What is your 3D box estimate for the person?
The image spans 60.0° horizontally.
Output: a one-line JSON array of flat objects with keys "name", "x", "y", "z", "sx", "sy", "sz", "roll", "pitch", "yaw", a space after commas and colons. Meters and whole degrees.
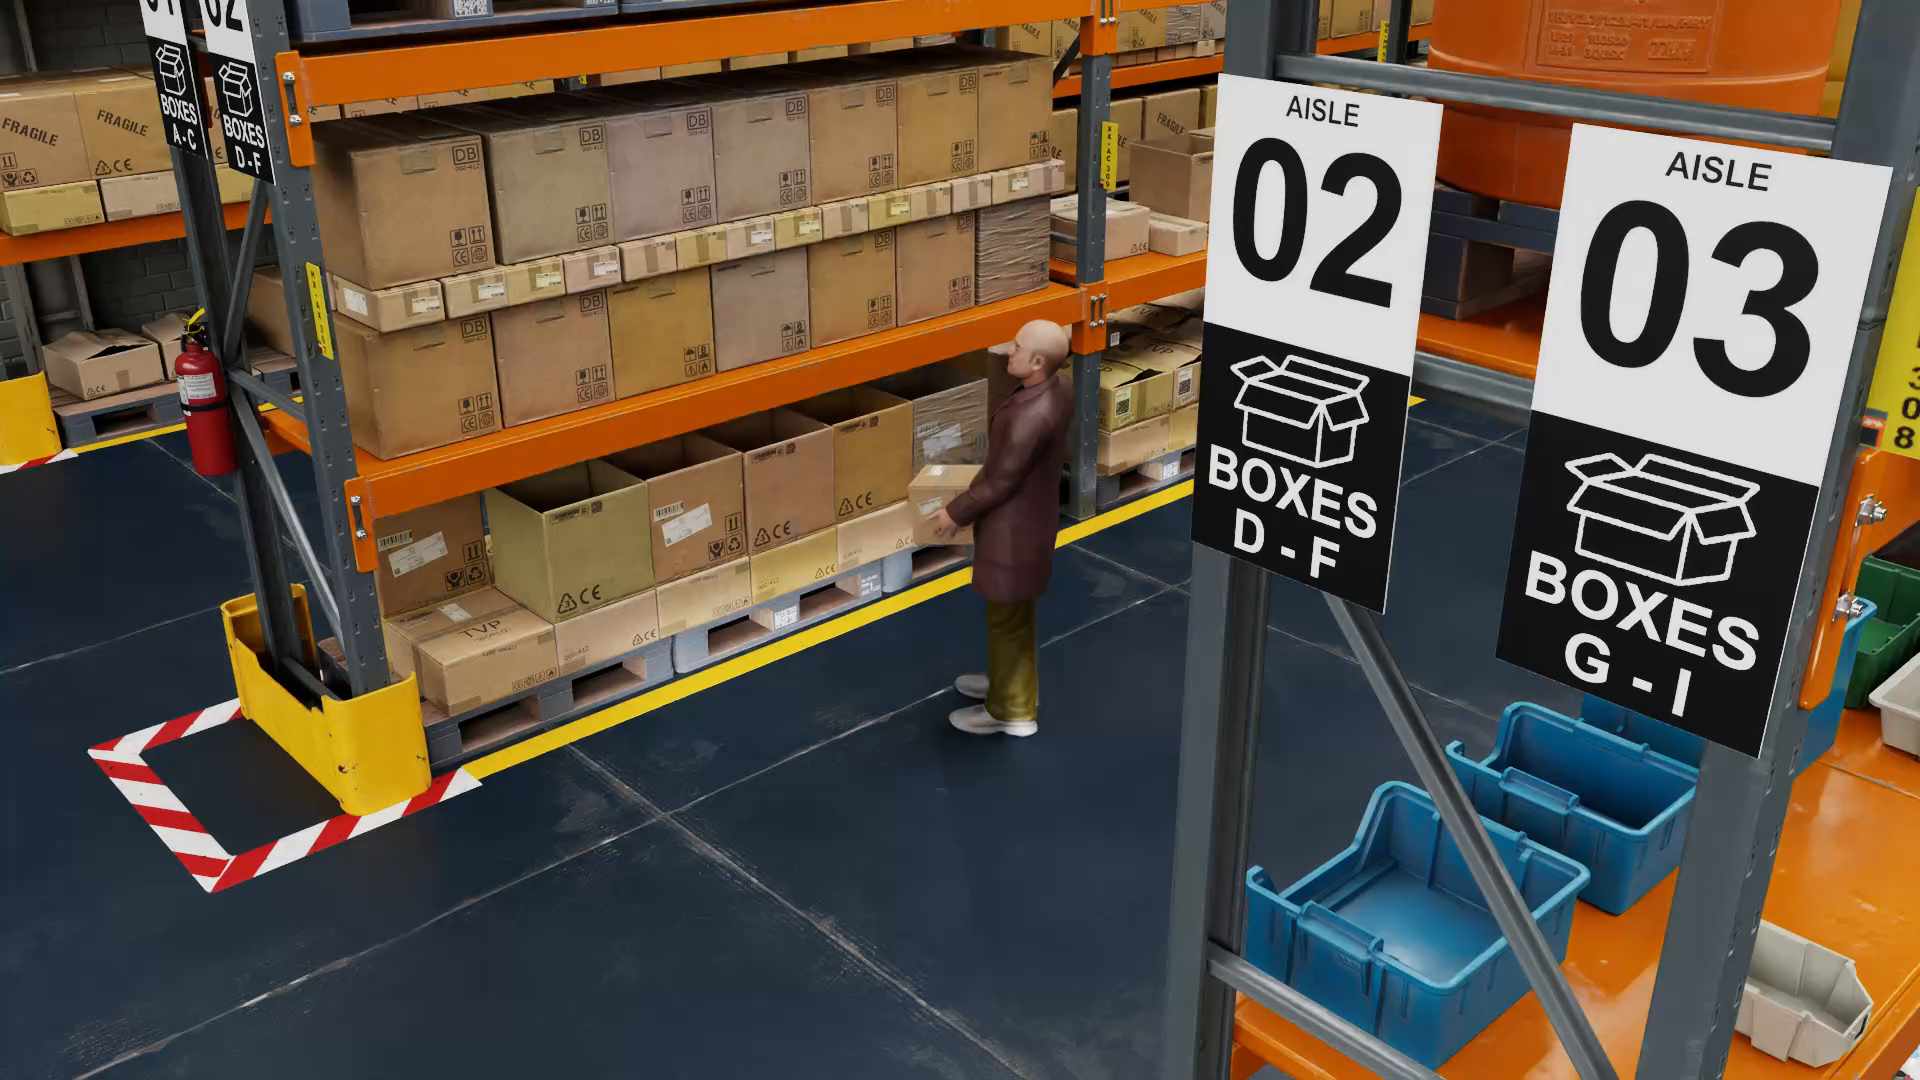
[{"name": "person", "x": 0.159, "y": -0.043, "z": 6.713, "sx": 0.539, "sy": 1.780, "sz": 0.552, "roll": 6, "pitch": 25, "yaw": 14}]
